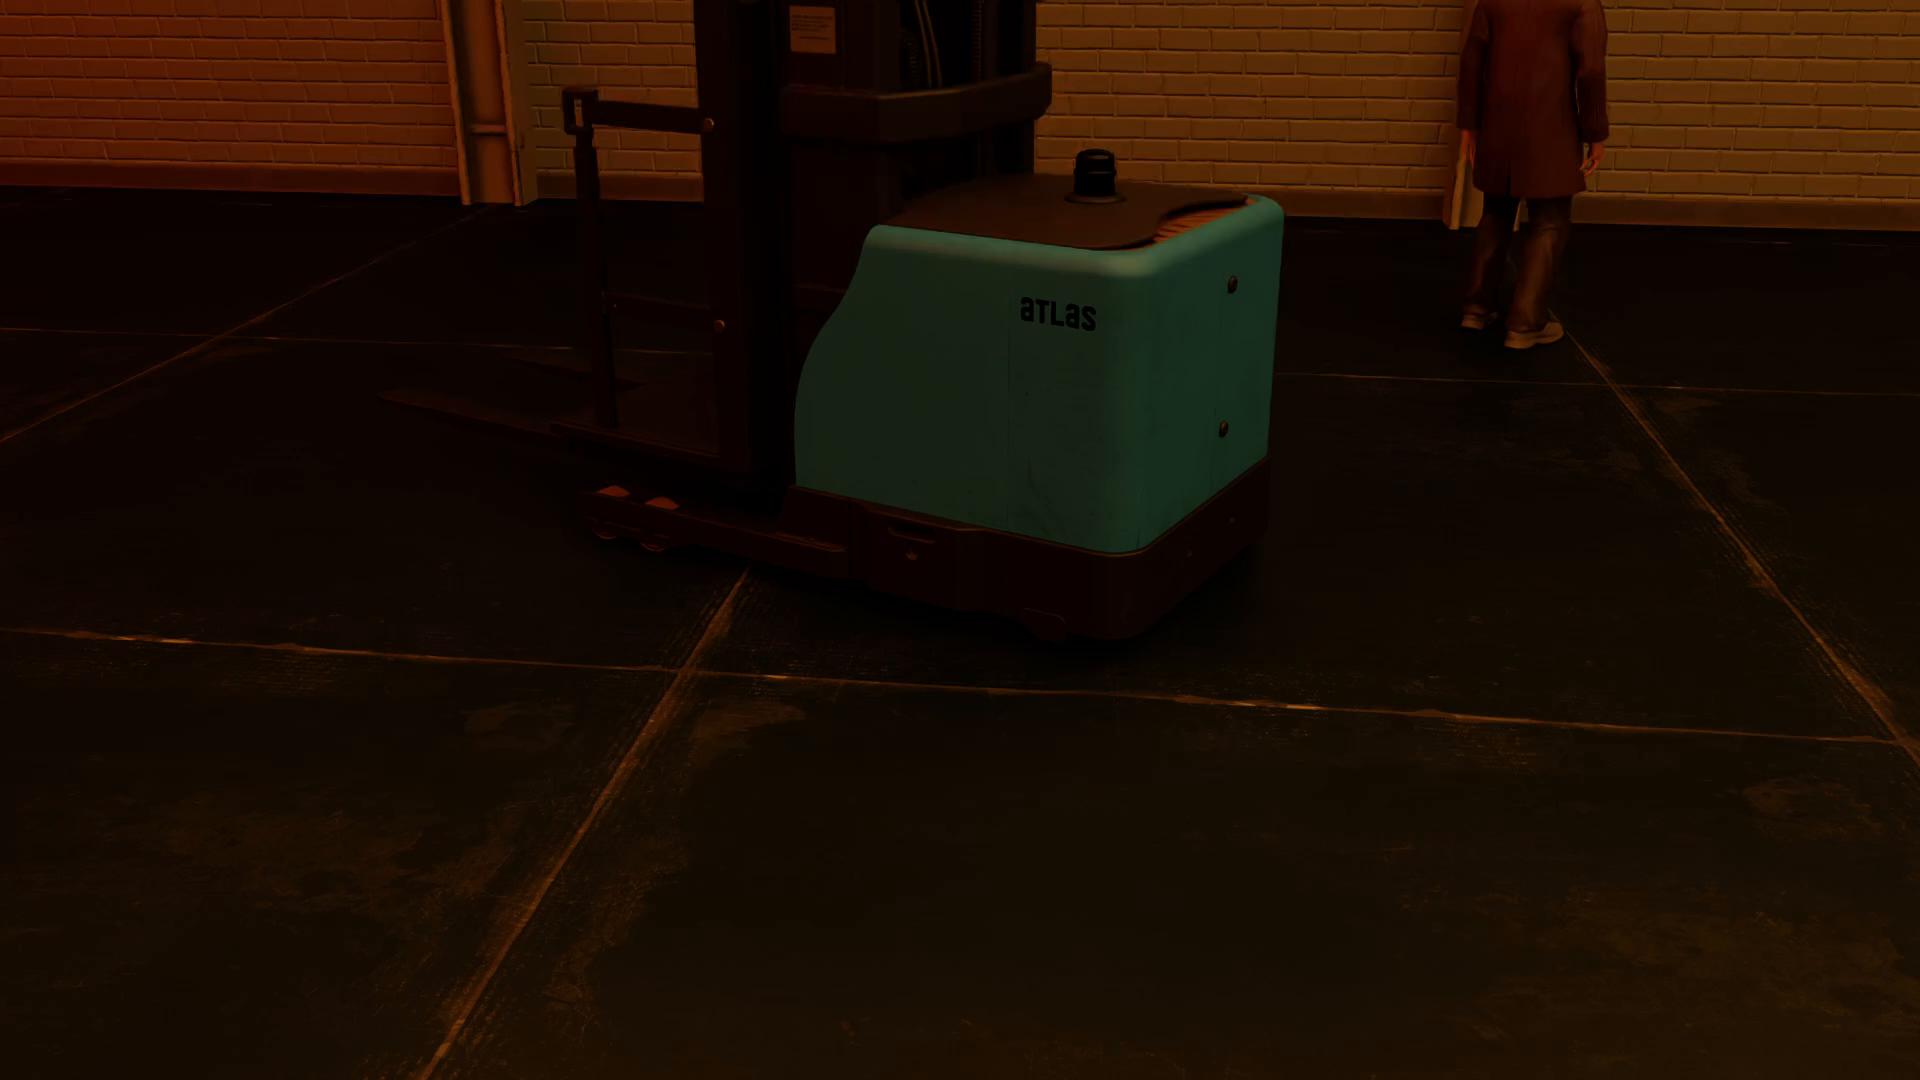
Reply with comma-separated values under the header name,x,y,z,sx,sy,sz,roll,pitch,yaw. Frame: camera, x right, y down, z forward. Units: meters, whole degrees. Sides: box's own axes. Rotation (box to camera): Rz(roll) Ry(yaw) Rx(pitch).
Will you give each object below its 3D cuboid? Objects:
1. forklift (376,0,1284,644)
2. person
name,x,y,z,sx,sy,sz,roll,pitch,yaw
forklift,-0.590,-1.477,4.920,3.031,2.935,1.130,13,25,29
person,2.470,-1.728,7.132,0.492,1.791,0.660,-19,29,-40
